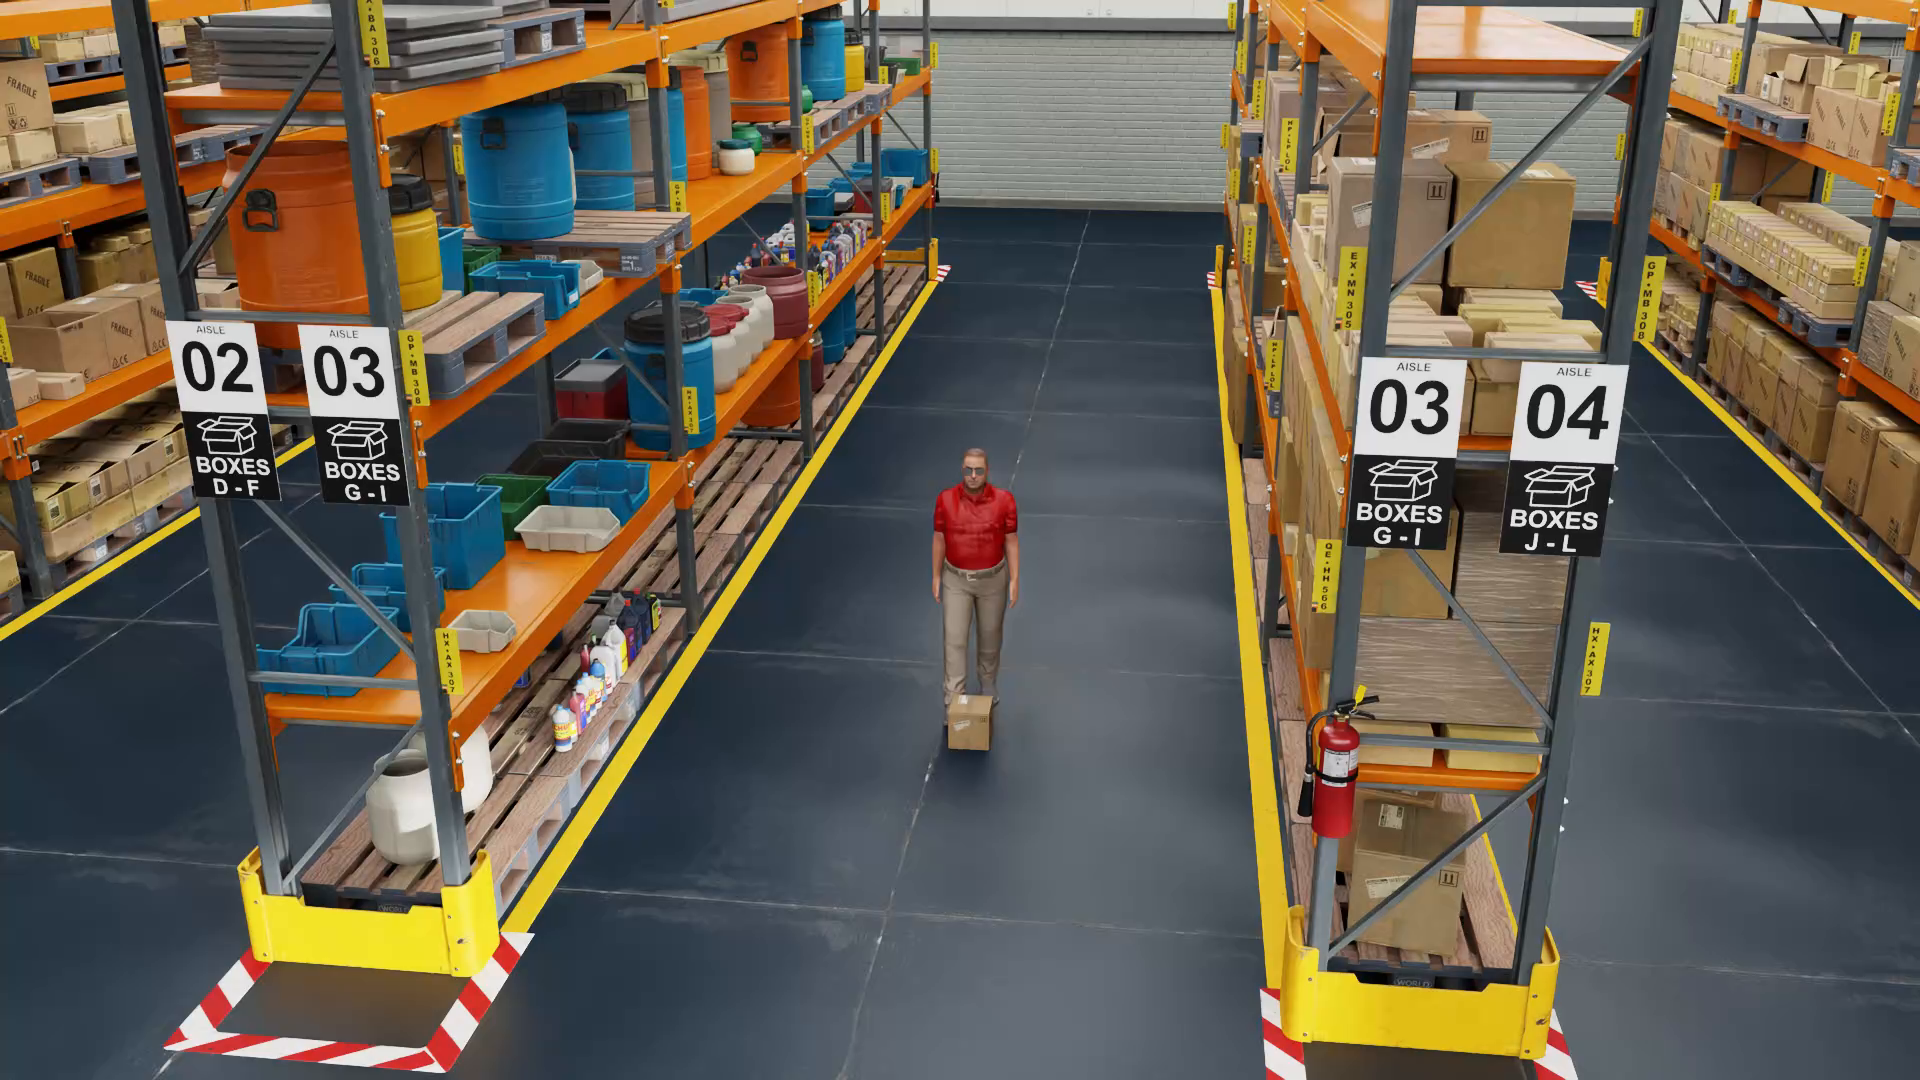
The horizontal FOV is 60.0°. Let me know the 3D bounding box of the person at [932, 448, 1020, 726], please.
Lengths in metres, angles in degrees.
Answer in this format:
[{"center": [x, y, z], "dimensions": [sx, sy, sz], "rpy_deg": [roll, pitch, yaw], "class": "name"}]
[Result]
[{"center": [0.095, 0.298, 10.333], "dimensions": [0.553, 1.718, 0.733], "rpy_deg": [0, 21, 1], "class": "person"}]
